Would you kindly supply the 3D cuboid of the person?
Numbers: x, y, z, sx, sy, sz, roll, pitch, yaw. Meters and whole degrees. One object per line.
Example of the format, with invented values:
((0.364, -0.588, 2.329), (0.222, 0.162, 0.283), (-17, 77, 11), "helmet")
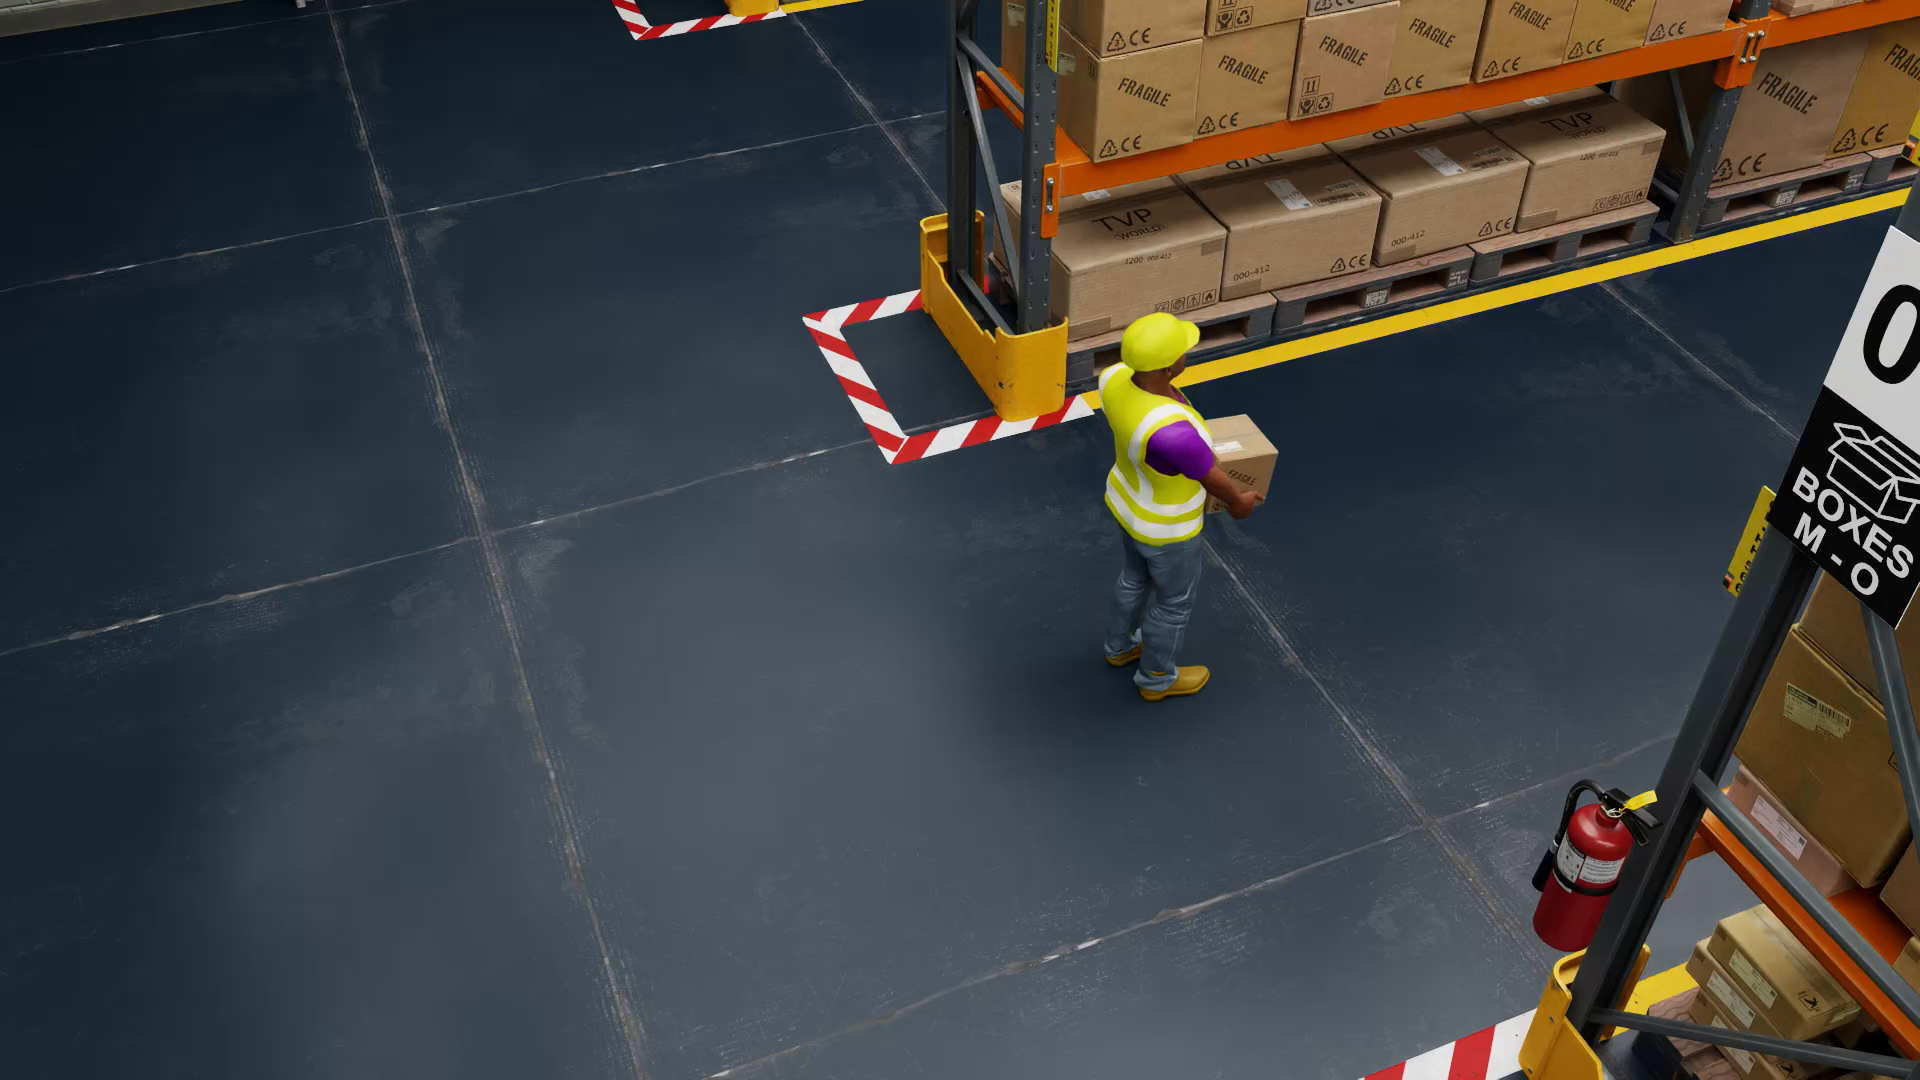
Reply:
((0.821, -0.136, 6.299), (0.577, 1.760, 0.503), (-15, 44, -16), "person")
